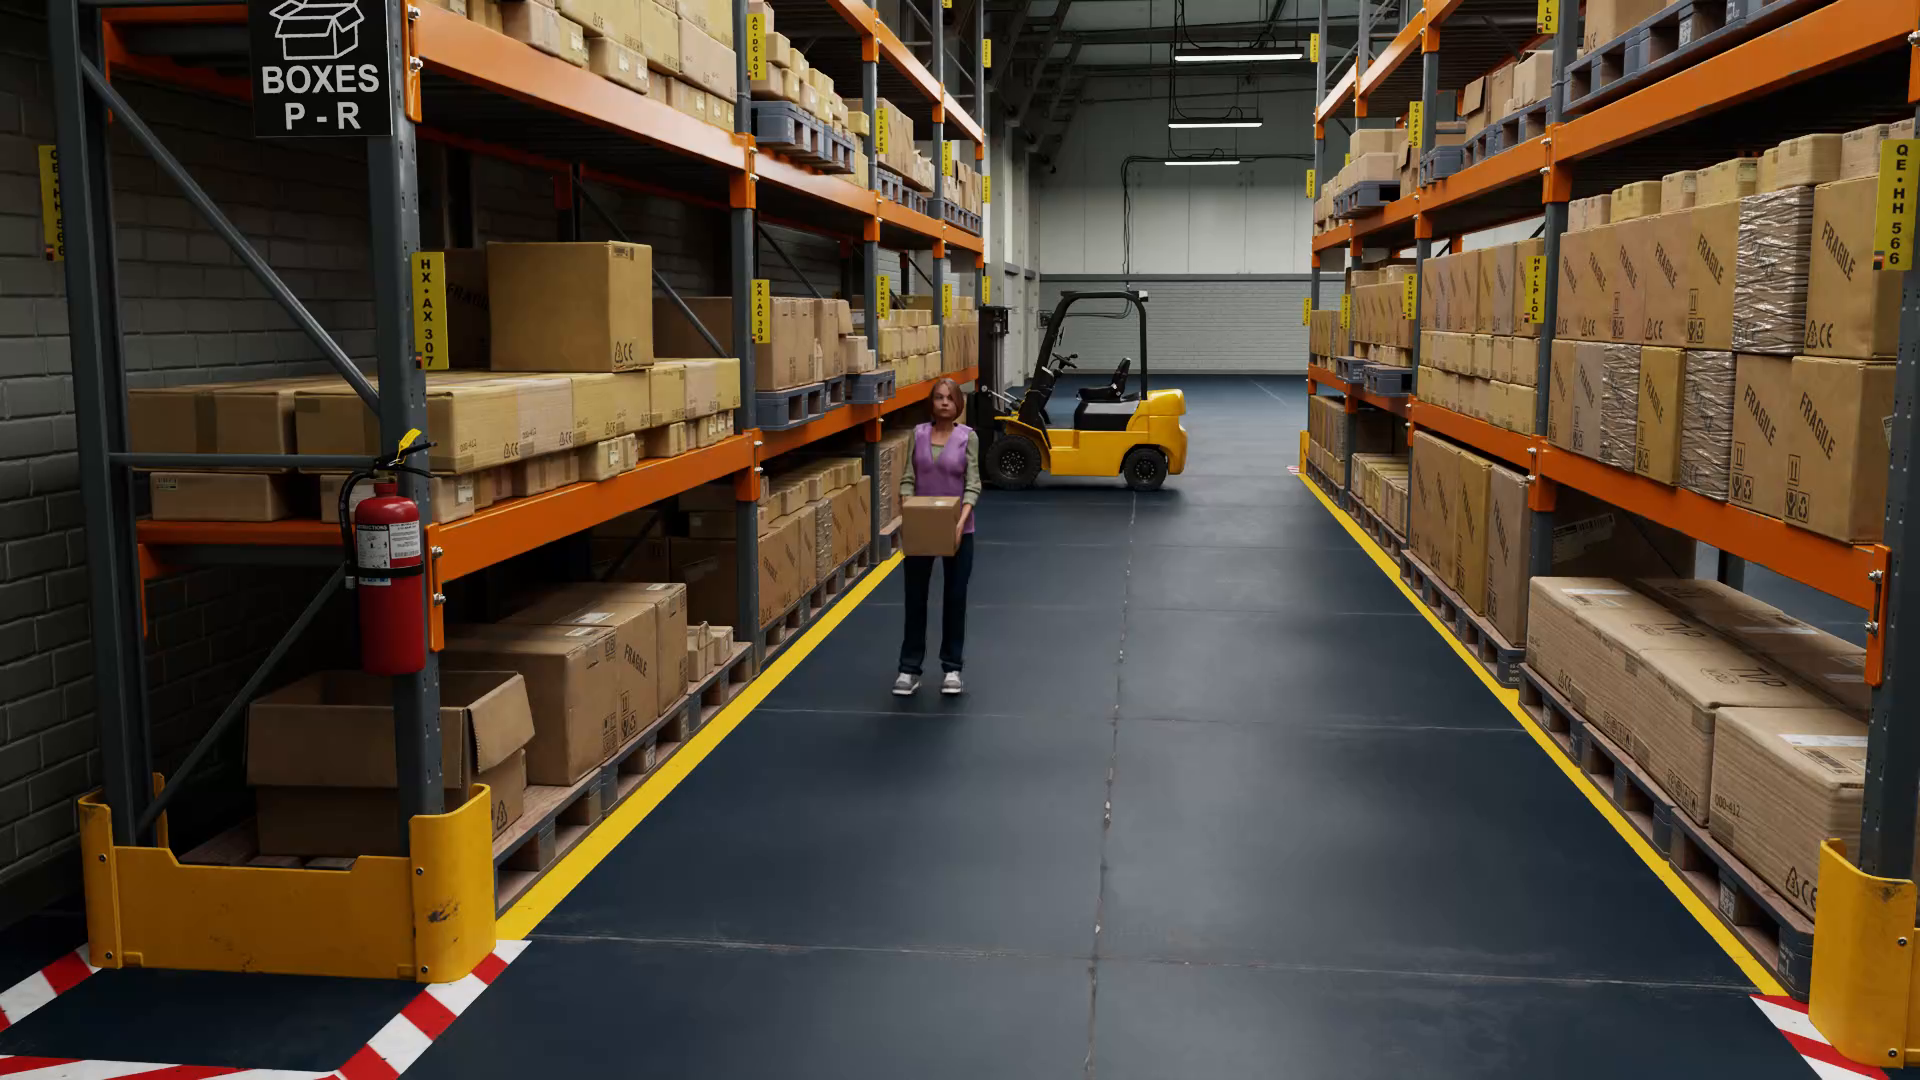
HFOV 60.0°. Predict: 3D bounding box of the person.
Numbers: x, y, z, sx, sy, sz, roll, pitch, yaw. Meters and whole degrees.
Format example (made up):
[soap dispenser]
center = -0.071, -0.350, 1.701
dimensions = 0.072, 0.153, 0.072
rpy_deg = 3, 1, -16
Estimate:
[person]
center = -0.111, -0.016, 8.433
dimensions = 0.440, 1.601, 0.461
rpy_deg = 1, 8, 9
